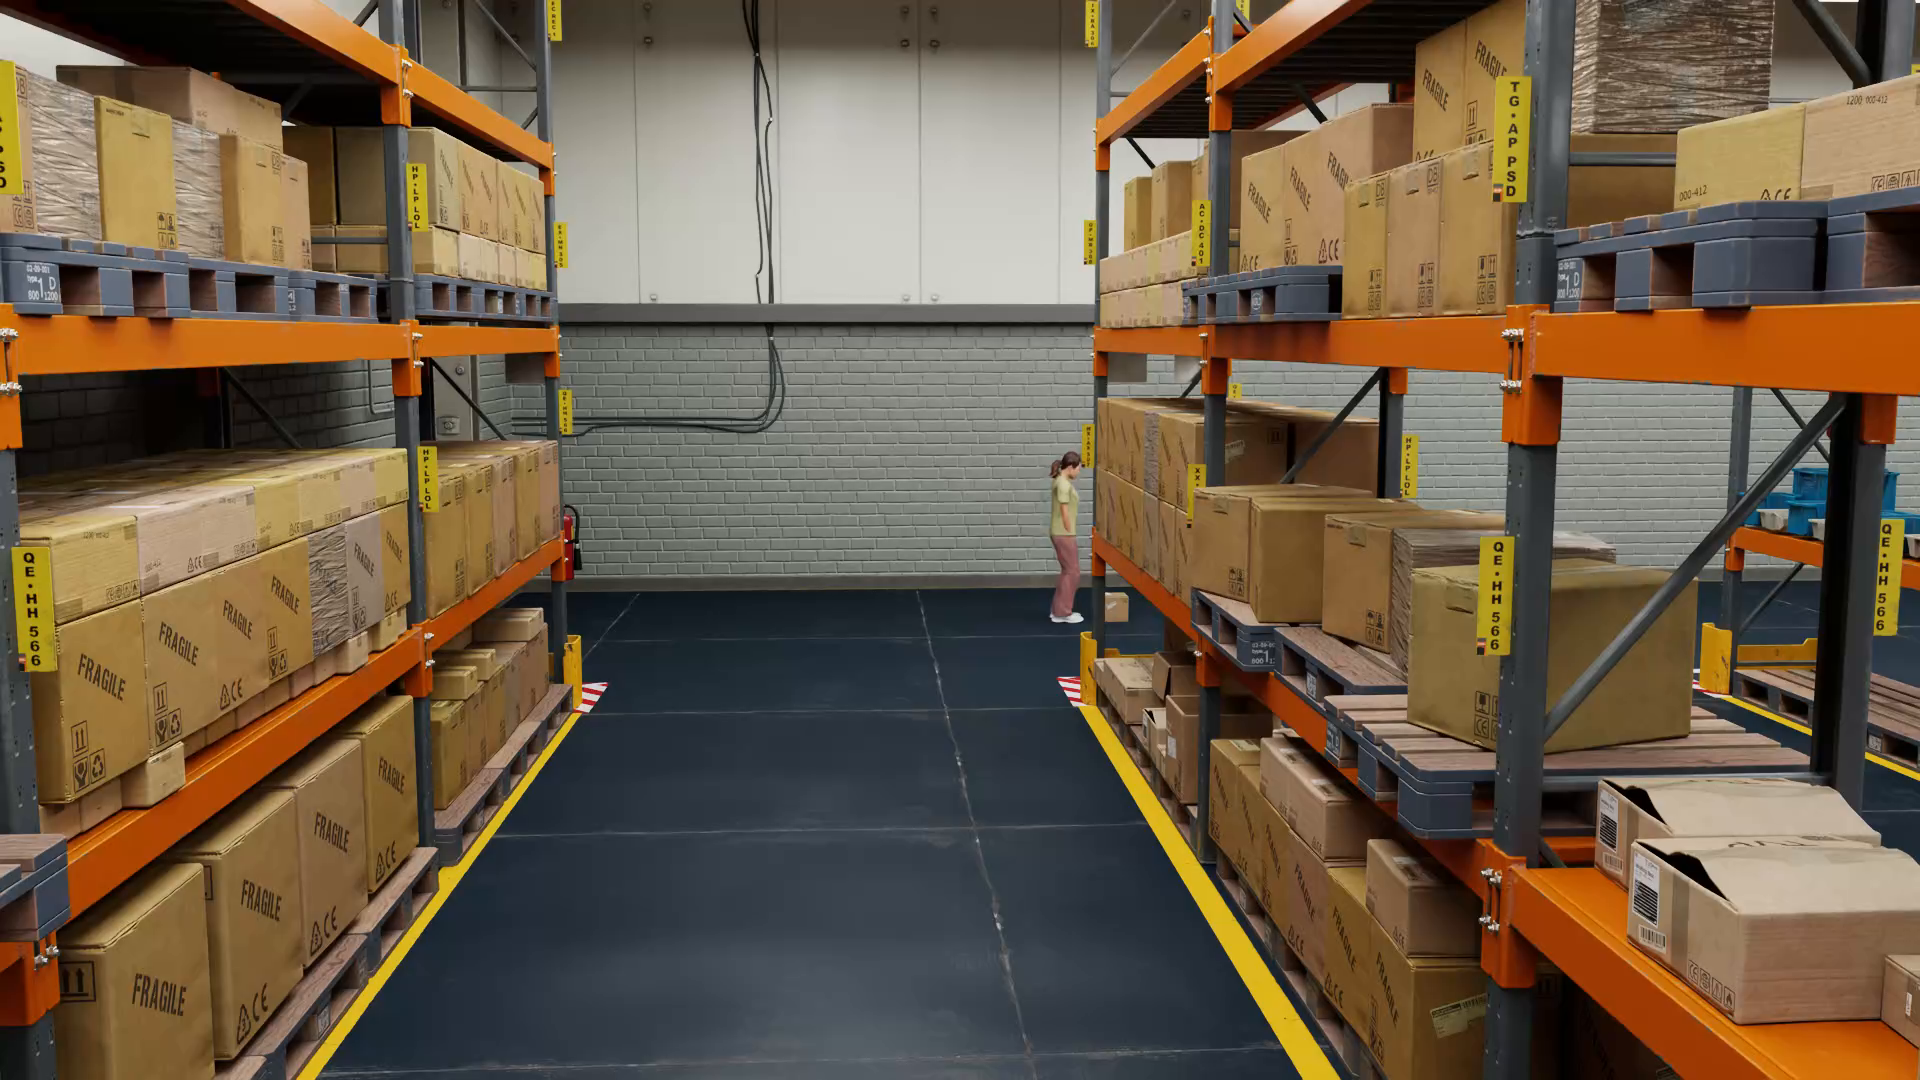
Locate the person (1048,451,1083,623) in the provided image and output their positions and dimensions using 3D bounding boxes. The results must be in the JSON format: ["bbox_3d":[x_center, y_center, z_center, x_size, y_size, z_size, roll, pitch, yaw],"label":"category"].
[{"bbox_3d":[1.023,-0.034,16.152,0.351,1.659,0.458,0,7,-2],"label":"person"}]
